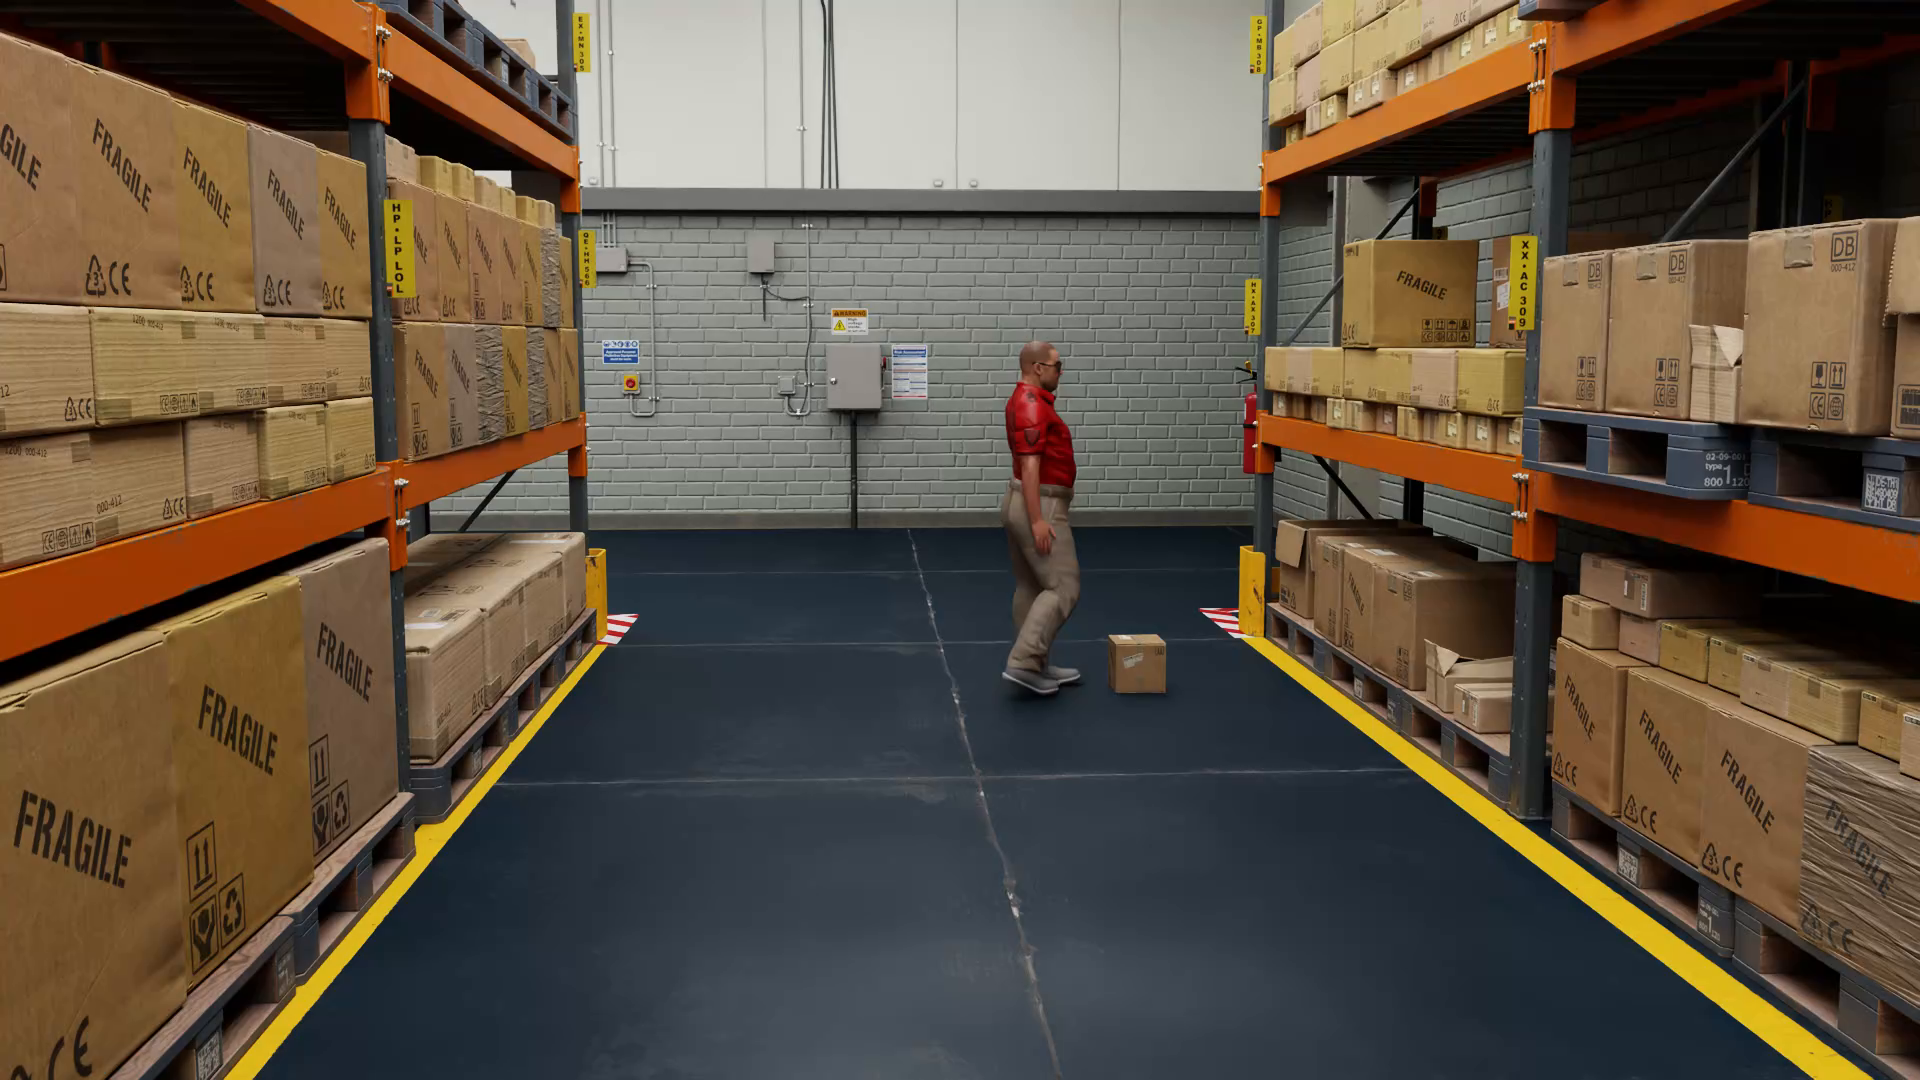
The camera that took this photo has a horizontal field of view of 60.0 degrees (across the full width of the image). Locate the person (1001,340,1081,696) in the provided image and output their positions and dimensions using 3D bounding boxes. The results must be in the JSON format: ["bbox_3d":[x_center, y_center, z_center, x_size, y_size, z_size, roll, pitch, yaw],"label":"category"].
[{"bbox_3d":[0.398,-0.120,8.231,0.458,1.723,0.562,-1,7,-9],"label":"person"}]
